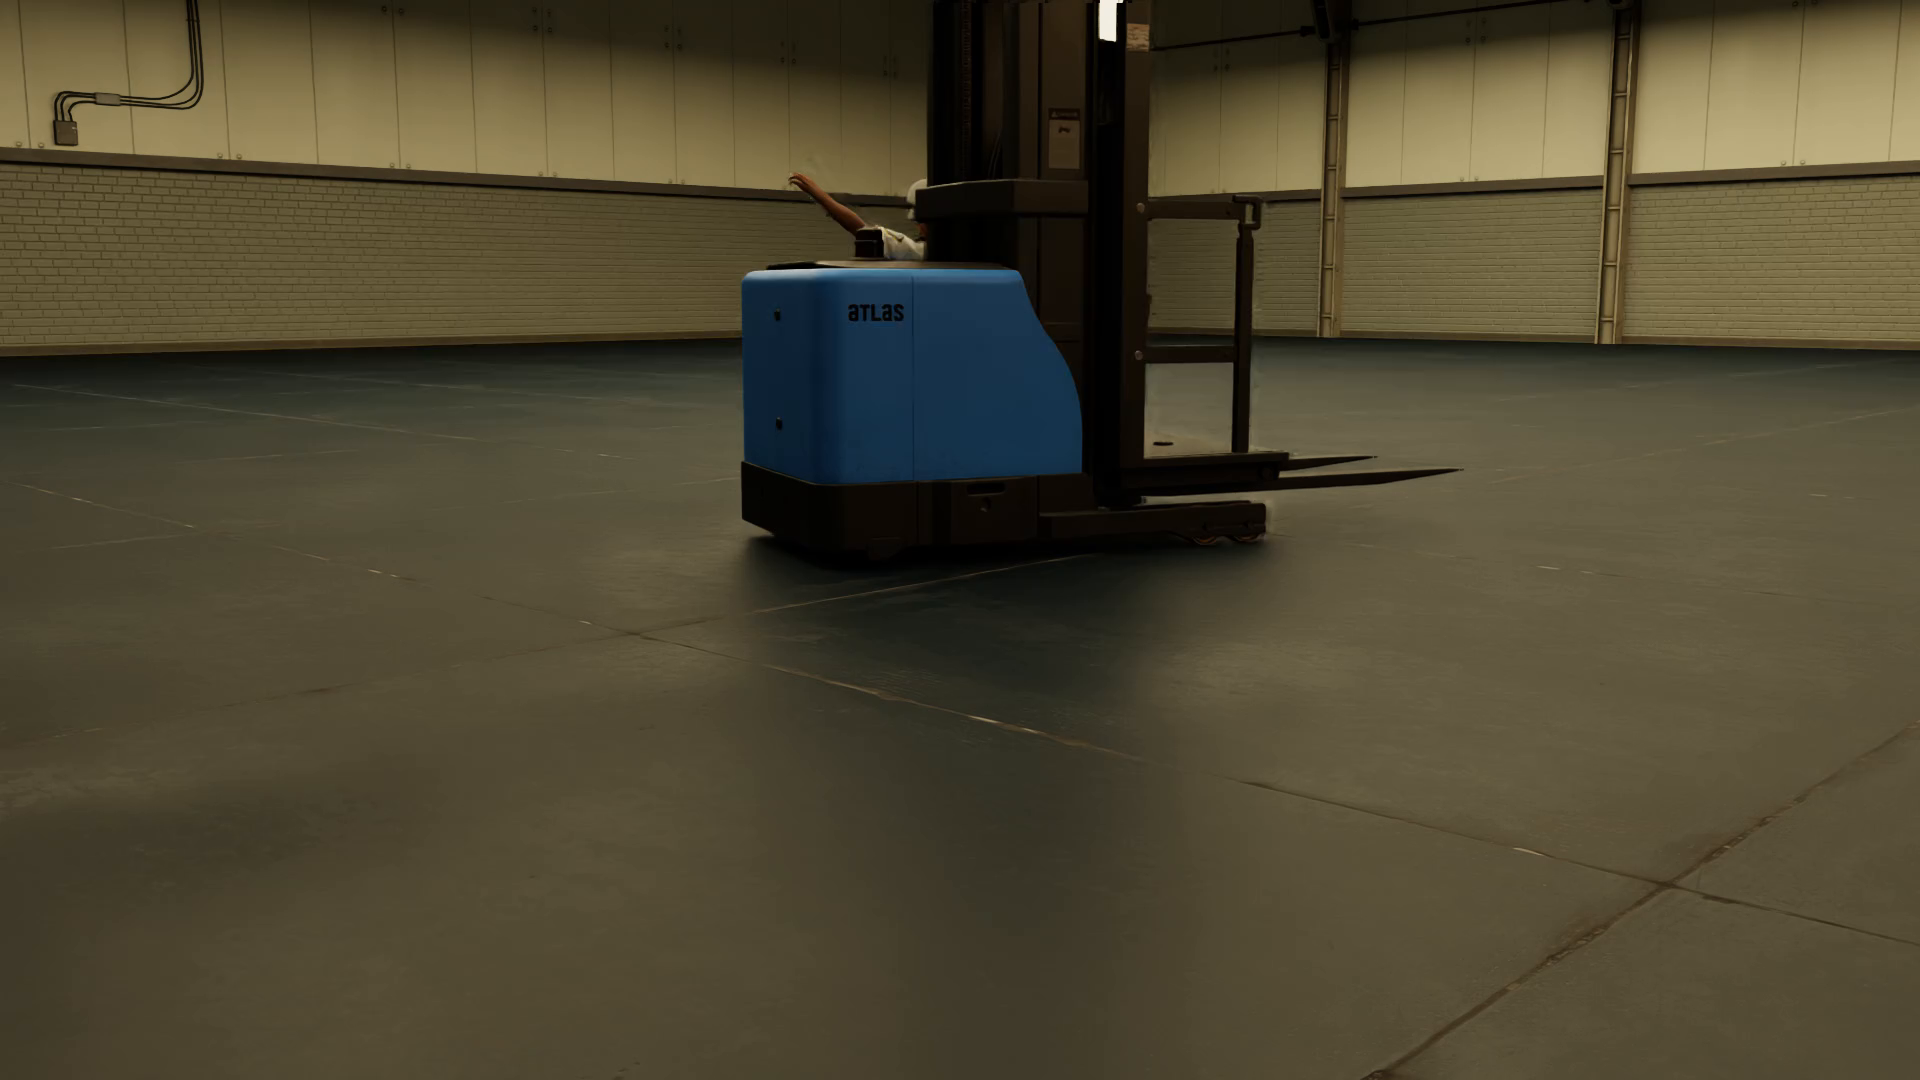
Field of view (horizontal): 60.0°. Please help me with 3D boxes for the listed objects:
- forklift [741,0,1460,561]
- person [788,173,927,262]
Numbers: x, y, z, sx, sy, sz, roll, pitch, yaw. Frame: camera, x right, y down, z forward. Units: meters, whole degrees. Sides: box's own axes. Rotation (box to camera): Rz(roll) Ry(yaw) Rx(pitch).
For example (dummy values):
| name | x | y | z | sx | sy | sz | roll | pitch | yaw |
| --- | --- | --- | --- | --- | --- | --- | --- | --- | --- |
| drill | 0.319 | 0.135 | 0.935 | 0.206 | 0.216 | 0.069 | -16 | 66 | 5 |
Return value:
| name | x | y | z | sx | sy | sz | roll | pitch | yaw |
| --- | --- | --- | --- | --- | --- | --- | --- | --- | --- |
| forklift | 0.673 | -1.493 | 6.792 | 3.031 | 2.935 | 1.130 | -4 | 9 | -23 |
| person | -0.263 | -0.959 | 7.343 | 0.977 | 1.592 | 0.820 | -1 | 9 | -7 |
